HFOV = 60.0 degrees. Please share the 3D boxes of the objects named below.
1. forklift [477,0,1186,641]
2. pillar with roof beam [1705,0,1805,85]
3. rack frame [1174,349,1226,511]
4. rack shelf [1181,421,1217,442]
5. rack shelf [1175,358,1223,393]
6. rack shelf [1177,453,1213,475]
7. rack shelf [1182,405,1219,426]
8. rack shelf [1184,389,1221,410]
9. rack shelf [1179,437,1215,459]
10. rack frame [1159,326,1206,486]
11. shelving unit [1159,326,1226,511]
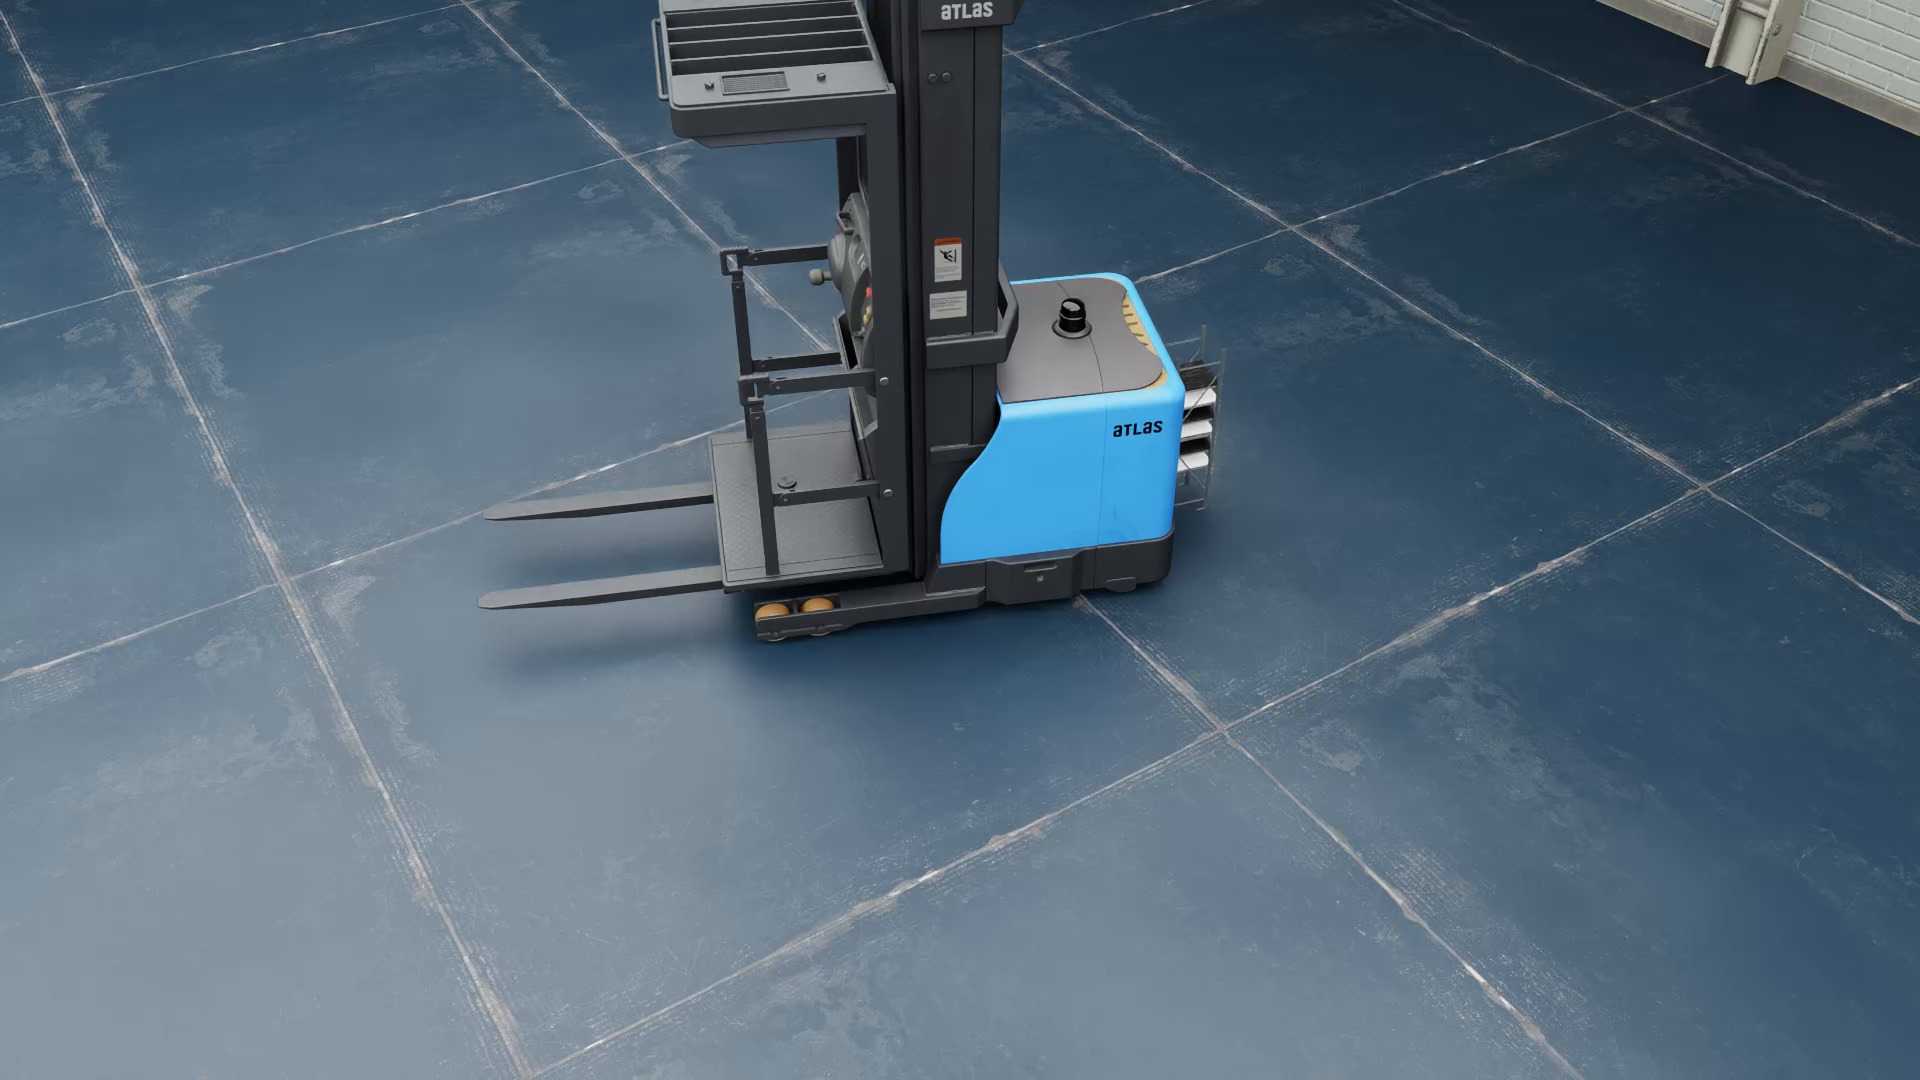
[{"bbox_3d":[-0.619,-1.054,6.725,3.031,2.935,1.130,-7,40,-8],"label":"forklift"},{"bbox_3d":[1.887,-5.290,7.068,9.100,9.000,0.400,-22,45,-24],"label":"pillar with roof beam"},{"bbox_3d":[1.063,-0.473,7.615,0.240,0.900,0.006,-12,41,-14],"label":"rack frame"},{"bbox_3d":[1.031,-0.509,7.710,0.258,0.077,0.200,-12,41,-14],"label":"rack shelf"},{"bbox_3d":[1.031,-0.717,7.537,0.258,0.077,0.200,-12,41,-14],"label":"rack shelf"},{"bbox_3d":[1.031,-0.371,7.825,0.258,0.077,0.200,-12,41,-14],"label":"rack shelf"},{"bbox_3d":[1.031,-0.578,7.652,0.258,0.077,0.200,-12,41,-14],"label":"rack shelf"},{"bbox_3d":[1.031,-0.647,7.595,0.258,0.077,0.200,-12,41,-14],"label":"rack shelf"},{"bbox_3d":[1.031,-0.440,7.768,0.258,0.077,0.200,-12,41,-14],"label":"rack shelf"},{"bbox_3d":[0.998,-0.596,7.763,0.240,0.900,0.006,-12,41,-14],"label":"rack frame"},{"bbox_3d":[1.031,-0.535,7.689,0.258,0.900,0.210,-12,41,-14],"label":"shelving unit"}]
